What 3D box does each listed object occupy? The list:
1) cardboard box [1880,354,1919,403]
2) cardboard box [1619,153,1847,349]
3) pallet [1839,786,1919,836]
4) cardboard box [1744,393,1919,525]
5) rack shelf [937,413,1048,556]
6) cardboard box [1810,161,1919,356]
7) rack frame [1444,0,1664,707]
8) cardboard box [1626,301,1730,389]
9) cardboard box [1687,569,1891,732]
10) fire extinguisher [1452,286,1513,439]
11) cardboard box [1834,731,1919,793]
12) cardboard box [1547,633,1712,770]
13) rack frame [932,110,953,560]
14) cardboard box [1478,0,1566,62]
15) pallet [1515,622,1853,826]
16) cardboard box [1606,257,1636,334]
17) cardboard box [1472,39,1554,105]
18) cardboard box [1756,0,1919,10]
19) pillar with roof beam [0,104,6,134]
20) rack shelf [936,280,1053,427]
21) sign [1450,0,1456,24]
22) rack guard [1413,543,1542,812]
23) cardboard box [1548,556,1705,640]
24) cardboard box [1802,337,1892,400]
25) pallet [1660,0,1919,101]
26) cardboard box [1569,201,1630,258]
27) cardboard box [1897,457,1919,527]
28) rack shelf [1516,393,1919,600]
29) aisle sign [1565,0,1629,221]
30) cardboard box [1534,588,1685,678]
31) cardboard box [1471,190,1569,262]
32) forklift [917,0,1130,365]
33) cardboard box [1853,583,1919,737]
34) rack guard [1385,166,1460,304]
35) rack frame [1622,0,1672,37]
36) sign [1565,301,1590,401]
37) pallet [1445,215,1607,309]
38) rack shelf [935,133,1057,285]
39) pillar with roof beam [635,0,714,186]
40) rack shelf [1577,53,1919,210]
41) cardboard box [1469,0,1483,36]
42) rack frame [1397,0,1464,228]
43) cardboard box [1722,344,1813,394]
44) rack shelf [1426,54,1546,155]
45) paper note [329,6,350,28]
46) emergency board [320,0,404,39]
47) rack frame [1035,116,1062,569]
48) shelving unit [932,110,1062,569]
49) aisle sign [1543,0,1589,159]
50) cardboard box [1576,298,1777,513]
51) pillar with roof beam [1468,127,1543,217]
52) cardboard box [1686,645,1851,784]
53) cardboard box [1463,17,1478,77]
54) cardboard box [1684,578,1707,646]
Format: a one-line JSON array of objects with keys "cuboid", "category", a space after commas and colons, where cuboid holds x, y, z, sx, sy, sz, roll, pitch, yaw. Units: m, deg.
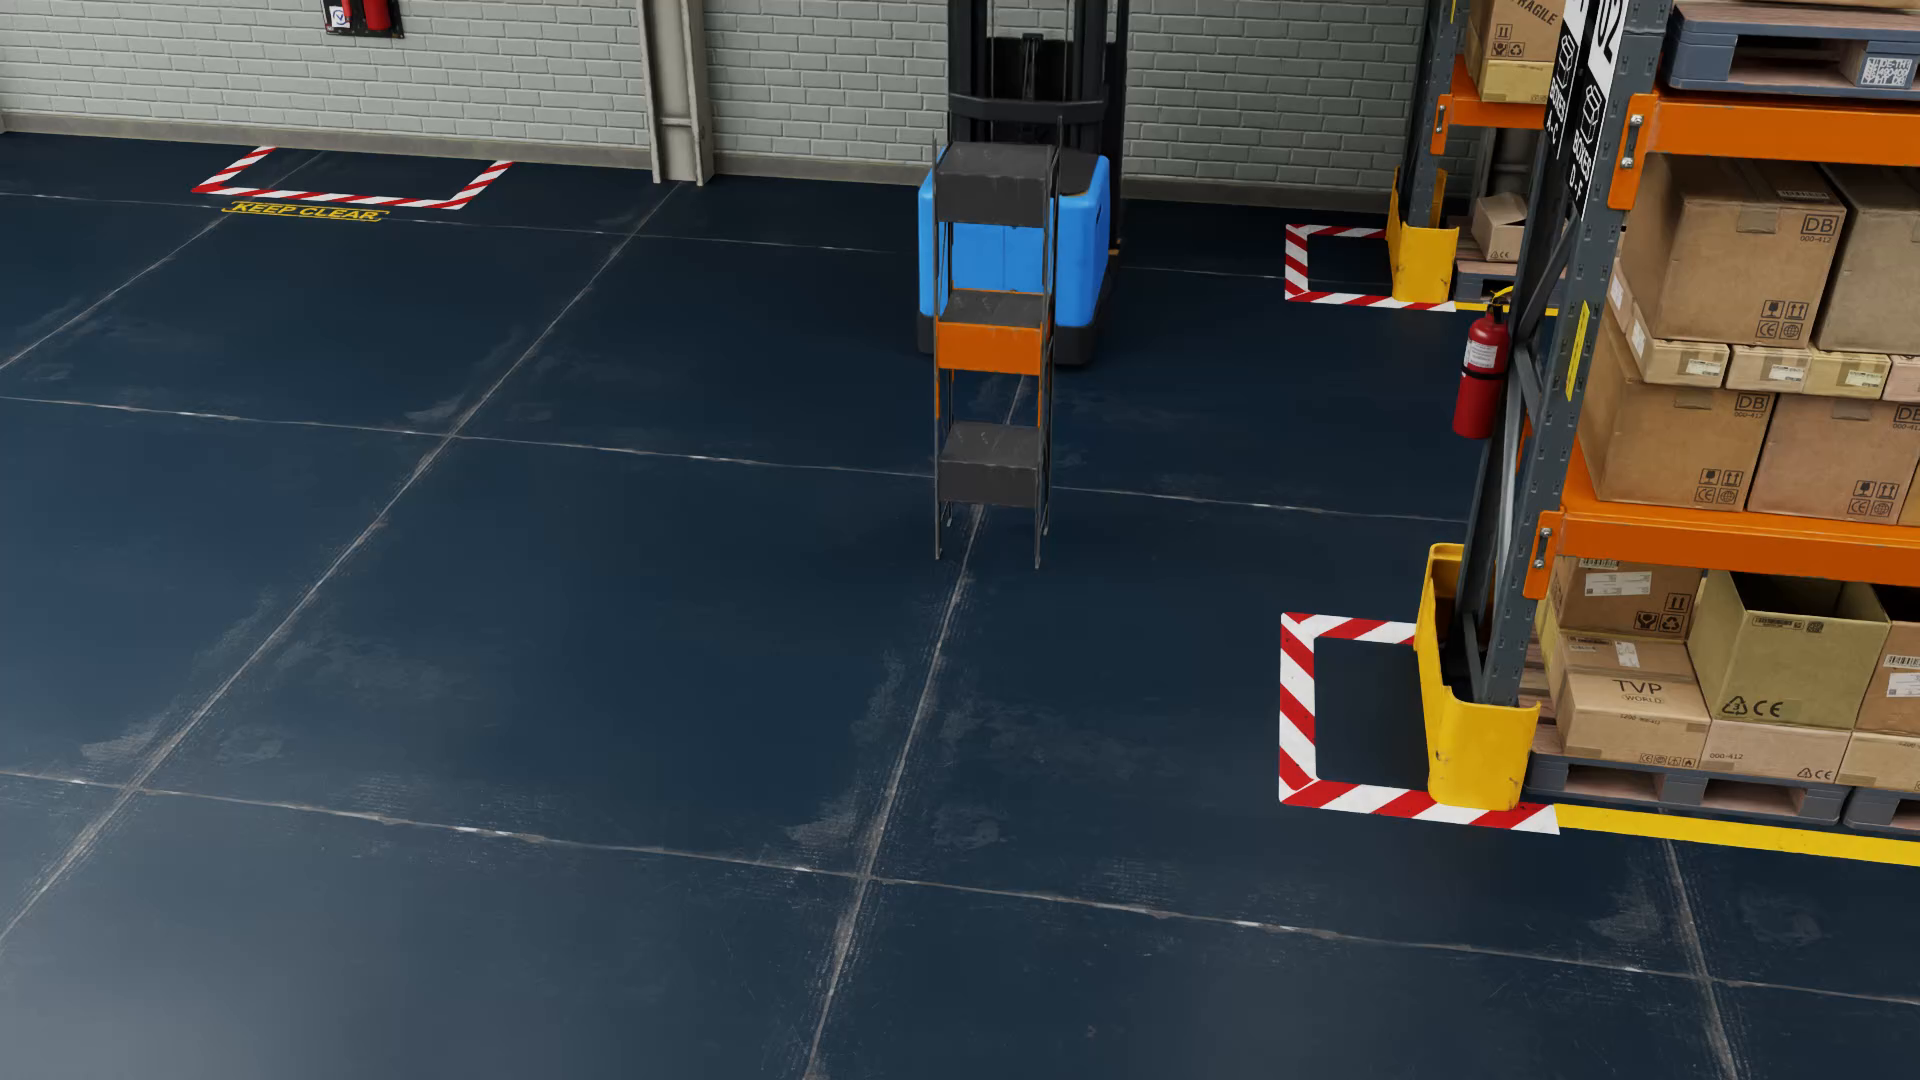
[{"cuboid": [3.258, -0.618, 5.704, 0.250, 0.149, 0.380, 5, 32, 7], "category": "cardboard box"}, {"cuboid": [2.663, -1.056, 5.793, 0.500, 0.500, 0.700, 5, 32, 8], "category": "cardboard box"}, {"cuboid": [4.113, 0.822, 6.738, 1.213, 0.211, 1.003, 5, 32, 8], "category": "pallet"}, {"cuboid": [3.129, -0.467, 6.074, 0.500, 0.500, 0.700, 6, 33, 9], "category": "cardboard box"}, {"cuboid": [0.163, -0.270, 8.048, 0.480, 0.518, 0.431, 5, 32, 8], "category": "rack shelf"}, {"cuboid": [3.182, -1.012, 5.723, 0.500, 0.500, 0.700, 4, 32, 7], "category": "cardboard box"}, {"cuboid": [2.153, -0.517, 6.249, 0.127, 3.000, 1.000, 5, 32, 8], "category": "rack frame"}, {"cuboid": [2.503, -0.687, 5.814, 0.250, 0.149, 0.380, 5, 32, 8], "category": "cardboard box"}, {"cuboid": [3.137, 0.361, 6.336, 0.500, 0.500, 0.500, 5, 32, 8], "category": "cardboard box"}, {"cuboid": [2.114, -0.738, 6.674, 0.183, 0.674, 0.296, 5, 32, 8], "category": "fire extinguisher"}, {"cuboid": [3.630, 0.722, 6.465, 0.500, 0.250, 0.500, 5, 32, 8], "category": "cardboard box"}, {"cuboid": [2.644, 0.635, 6.604, 0.500, 0.250, 0.500, 5, 32, 8], "category": "cardboard box"}, {"cuboid": [-0.077, -0.897, 7.704, 0.015, 2.100, 0.400, 5, 32, 8], "category": "rack frame"}, {"cuboid": [3.403, -3.171, 9.905, 0.500, 0.500, 0.500, 5, 32, 8], "category": "cardboard box"}, {"cuboid": [2.914, 0.711, 6.914, 1.213, 0.211, 1.003, 5, 32, 8], "category": "pallet"}, {"cuboid": [2.562, -0.900, 6.155, 0.250, 0.149, 0.380, 5, 32, 7], "category": "cardboard box"}, {"cuboid": [3.410, -2.843, 10.088, 0.500, 0.250, 0.500, 4, 32, 7], "category": "cardboard box"}, {"cuboid": [2.719, -2.016, 5.191, 0.637, 0.503, 0.797, 7, 33, 12], "category": "cardboard box"}, {"cuboid": [-8.735, -4.861, 7.534, 0.400, 9.000, 9.100, 5, 32, 8], "category": "pillar with roof beam"}, {"cuboid": [0.163, -0.864, 7.677, 0.480, 0.518, 0.431, 5, 32, 8], "category": "rack shelf"}, {"cuboid": [2.891, -3.191, 9.705, 0.005, 0.325, 0.100, 5, 32, 8], "category": "sign"}, {"cuboid": [2.129, 0.541, 6.915, 0.348, 0.500, 1.175, 5, 32, 8], "category": "rack guard"}, {"cuboid": [2.732, 0.045, 6.840, 0.500, 0.500, 0.500, 5, 32, 8], "category": "cardboard box"}, {"cuboid": [3.010, -0.641, 5.742, 0.250, 0.149, 0.380, 5, 32, 8], "category": "cardboard box"}, {"cuboid": [2.845, -1.674, 5.354, 1.213, 0.211, 1.003, 5, 32, 8], "category": "pallet"}, {"cuboid": [4.211, -1.995, 10.730, 0.500, 0.311, 0.500, 8, 33, 12], "category": "cardboard box"}, {"cuboid": [3.618, -0.419, 5.998, 0.500, 0.500, 0.700, 5, 32, 9], "category": "cardboard box"}, {"cuboid": [4.124, -0.033, 6.154, 4.000, 0.370, 1.077, 5, 32, 8], "category": "rack shelf"}, {"cuboid": [2.037, -1.465, 5.312, 0.004, 0.787, 0.394, 5, 32, 8], "category": "aisle sign"}, {"cuboid": [2.731, 0.364, 7.037, 0.500, 0.250, 0.500, 5, 32, 8], "category": "cardboard box"}, {"cuboid": [3.649, -2.046, 10.811, 0.500, 0.311, 0.500, 2, 32, 3], "category": "cardboard box"}, {"cuboid": [0.511, -3.038, 10.340, 1.130, 2.935, 3.031, 5, 32, 8], "category": "forklift"}, {"cuboid": [3.632, 0.398, 6.275, 0.500, 0.500, 0.500, 5, 32, 8], "category": "cardboard box"}, {"cuboid": [3.057, -2.042, 11.041, 0.348, 0.500, 1.175, 5, 32, 8], "category": "rack guard"}, {"cuboid": [2.153, -3.060, 4.657, 0.127, 3.000, 1.000, 5, 32, 8], "category": "rack frame"}, {"cuboid": [2.054, -0.628, 5.535, 0.005, 0.325, 0.100, 5, 32, 8], "category": "sign"}, {"cuboid": [3.852, -1.828, 10.972, 1.213, 0.211, 1.003, 5, 32, 8], "category": "pallet"}, {"cuboid": [0.163, -1.457, 7.305, 0.480, 0.518, 0.431, 5, 32, 8], "category": "rack shelf"}, {"cuboid": [-2.821, -4.325, 6.678, 0.400, 9.000, 9.100, 5, 32, 8], "category": "pillar with roof beam"}, {"cuboid": [4.124, -1.305, 5.358, 4.000, 0.370, 1.077, 5, 32, 8], "category": "rack shelf"}, {"cuboid": [3.483, -3.440, 10.334, 0.500, 0.500, 0.500, 5, 32, 8], "category": "cardboard box"}, {"cuboid": [2.983, -3.108, 10.388, 0.127, 3.000, 1.000, 5, 32, 8], "category": "rack frame"}, {"cuboid": [2.764, -0.664, 5.779, 0.250, 0.149, 0.380, 4, 32, 7], "category": "cardboard box"}, {"cuboid": [4.954, -2.625, 10.294, 4.000, 0.370, 1.077, 5, 32, 8], "category": "rack shelf"}, {"cuboid": [-4.689, -3.953, 12.568, 0.142, 0.148, 0.016, 5, 32, 8], "category": "paper note"}, {"cuboid": [-4.526, -4.274, 12.251, 0.643, 1.169, 0.194, 5, 32, 8], "category": "emergency board"}, {"cuboid": [0.404, -0.853, 7.634, 0.015, 2.100, 0.400, 5, 32, 8], "category": "rack frame"}, {"cuboid": [0.163, -0.875, 7.669, 0.503, 2.100, 0.431, 5, 32, 8], "category": "shelving unit"}, {"cuboid": [2.137, -1.778, 5.814, 0.004, 0.787, 0.394, 5, 32, 8], "category": "aisle sign"}, {"cuboid": [2.611, -0.511, 6.145, 0.500, 0.500, 0.700, 5, 32, 8], "category": "cardboard box"}, {"cuboid": [3.094, -3.789, 5.822, 0.400, 9.000, 9.100, 5, 32, 8], "category": "pillar with roof beam"}, {"cuboid": [3.138, 0.678, 6.536, 0.500, 0.250, 0.500, 5, 32, 8], "category": "cardboard box"}, {"cuboid": [3.476, -3.113, 10.518, 0.500, 0.250, 0.500, 6, 32, 9], "category": "cardboard box"}, {"cuboid": [3.226, 0.402, 6.976, 0.500, 0.250, 0.500, 5, 32, 8], "category": "cardboard box"}]
